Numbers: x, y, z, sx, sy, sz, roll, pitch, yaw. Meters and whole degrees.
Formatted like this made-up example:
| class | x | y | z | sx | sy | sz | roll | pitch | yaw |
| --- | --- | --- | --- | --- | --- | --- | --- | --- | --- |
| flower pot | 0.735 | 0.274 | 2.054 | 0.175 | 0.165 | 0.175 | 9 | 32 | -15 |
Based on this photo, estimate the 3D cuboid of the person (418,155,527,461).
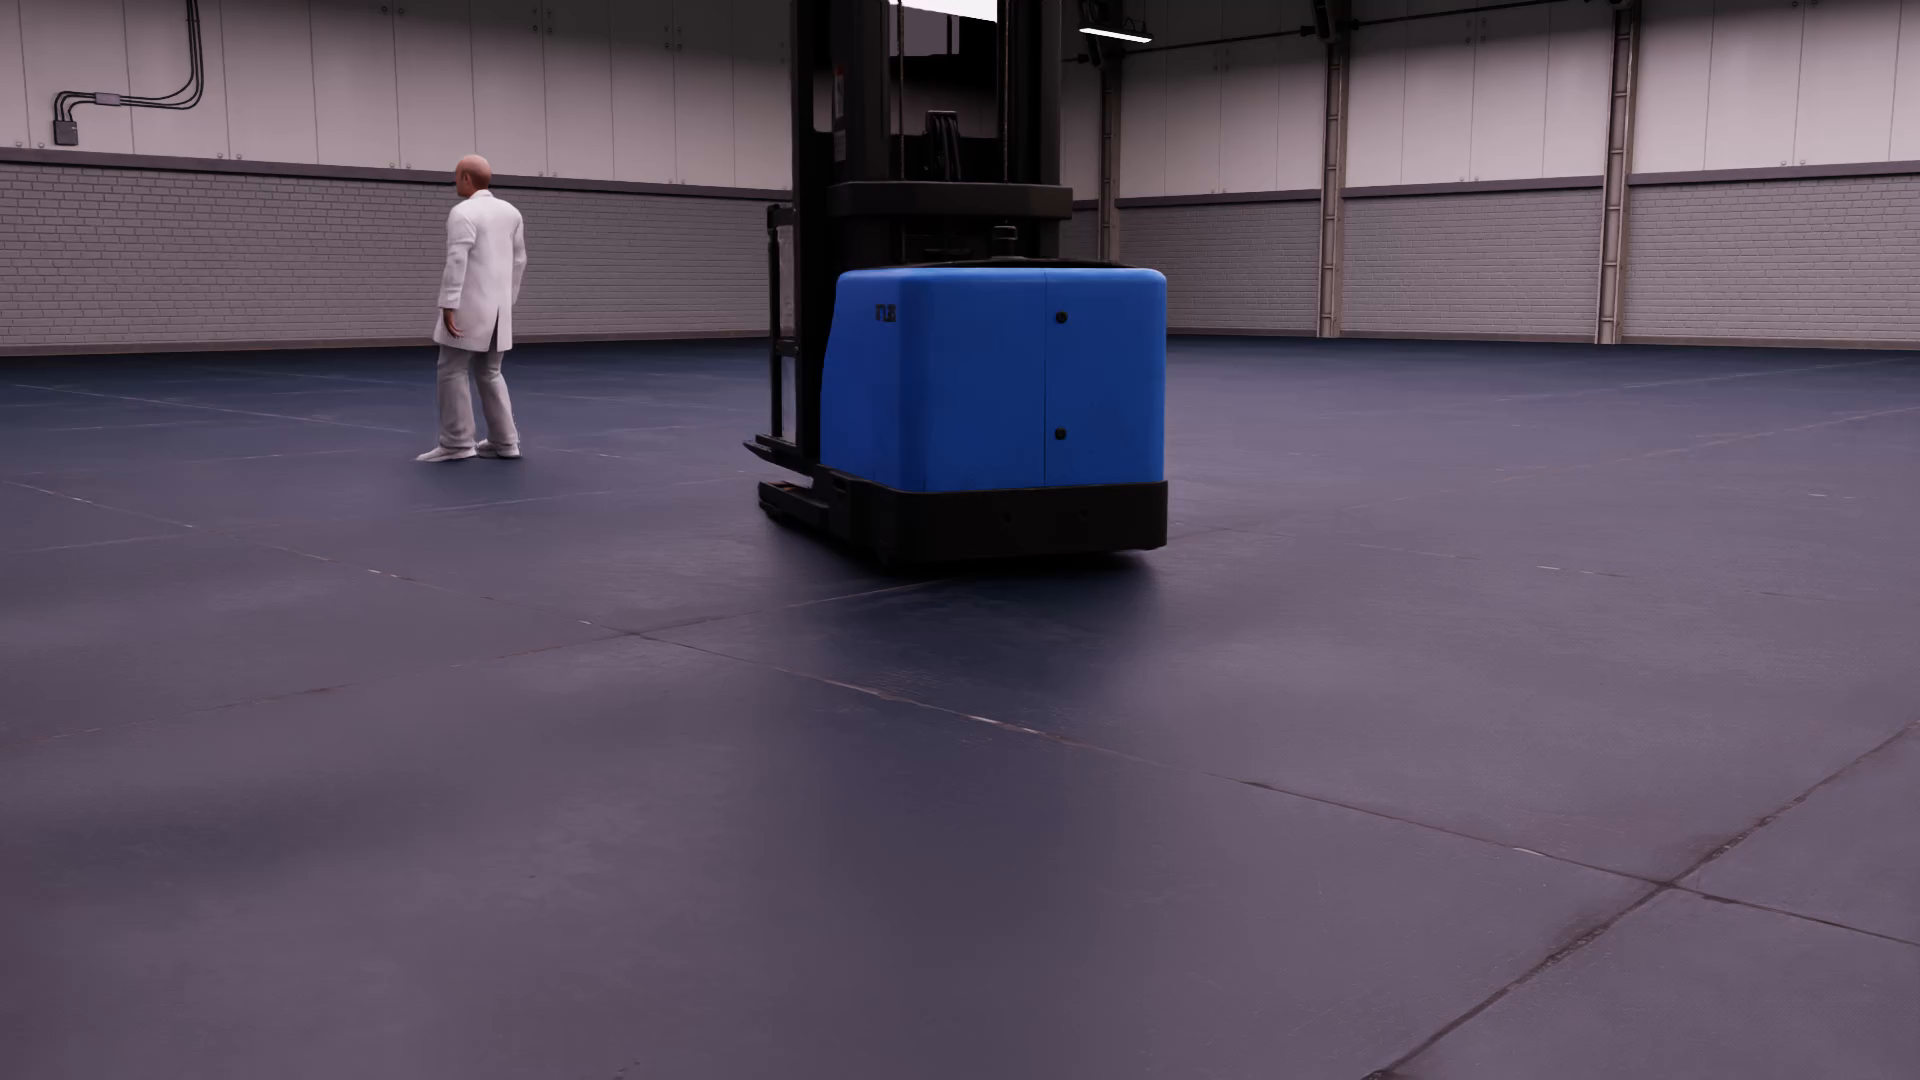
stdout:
| class | x | y | z | sx | sy | sz | roll | pitch | yaw |
| --- | --- | --- | --- | --- | --- | --- | --- | --- | --- |
| person | -2.909 | -1.353 | 9.850 | 0.511 | 1.803 | 0.681 | 4 | 10 | 26 |

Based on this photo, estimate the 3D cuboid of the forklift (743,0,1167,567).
| class | x | y | z | sx | sy | sz | roll | pitch | yaw |
| --- | --- | --- | --- | --- | --- | --- | --- | --- | --- |
| forklift | -0.247 | -1.536 | 7.072 | 1.130 | 2.935 | 3.031 | -3 | 9 | -21 |
